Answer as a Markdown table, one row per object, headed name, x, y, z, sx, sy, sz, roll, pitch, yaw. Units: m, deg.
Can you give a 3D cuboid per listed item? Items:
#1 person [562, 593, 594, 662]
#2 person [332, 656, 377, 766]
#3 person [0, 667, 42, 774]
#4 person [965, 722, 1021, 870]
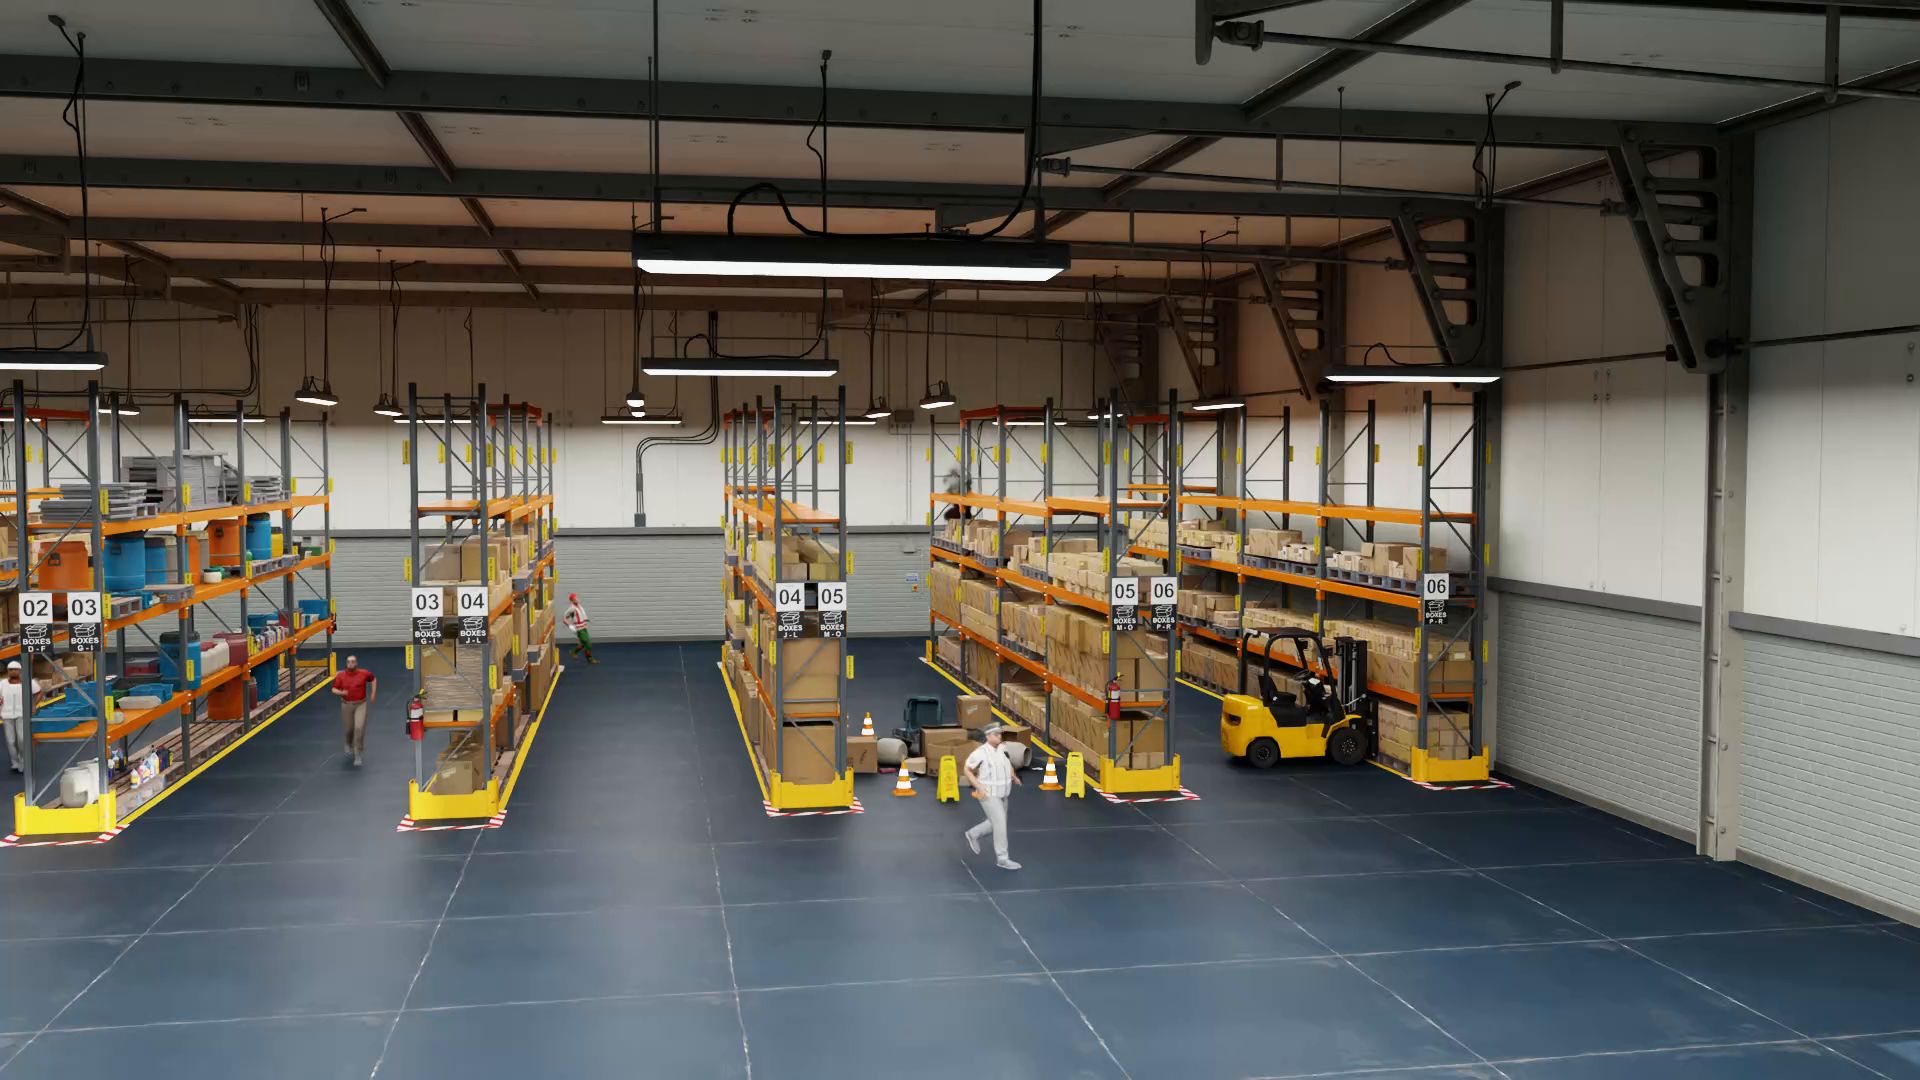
| name | x | y | z | sx | sy | sz | roll | pitch | yaw |
| --- | --- | --- | --- | --- | --- | --- | --- | --- | --- |
| person | -9.123 | 2.099 | 39.682 | 0.636 | 1.670 | 0.729 | 1 | 3 | 18 |
| person | -9.921 | 2.764 | 27.252 | 0.671 | 1.769 | 0.964 | -1 | 3 | -14 |
| person | -14.846 | 2.822 | 26.151 | 0.676 | 1.752 | 0.657 | -1 | 3 | -22 |
| person | 0.391 | 3.083 | 20.276 | 0.908 | 1.748 | 0.427 | 2 | 4 | 39 |
